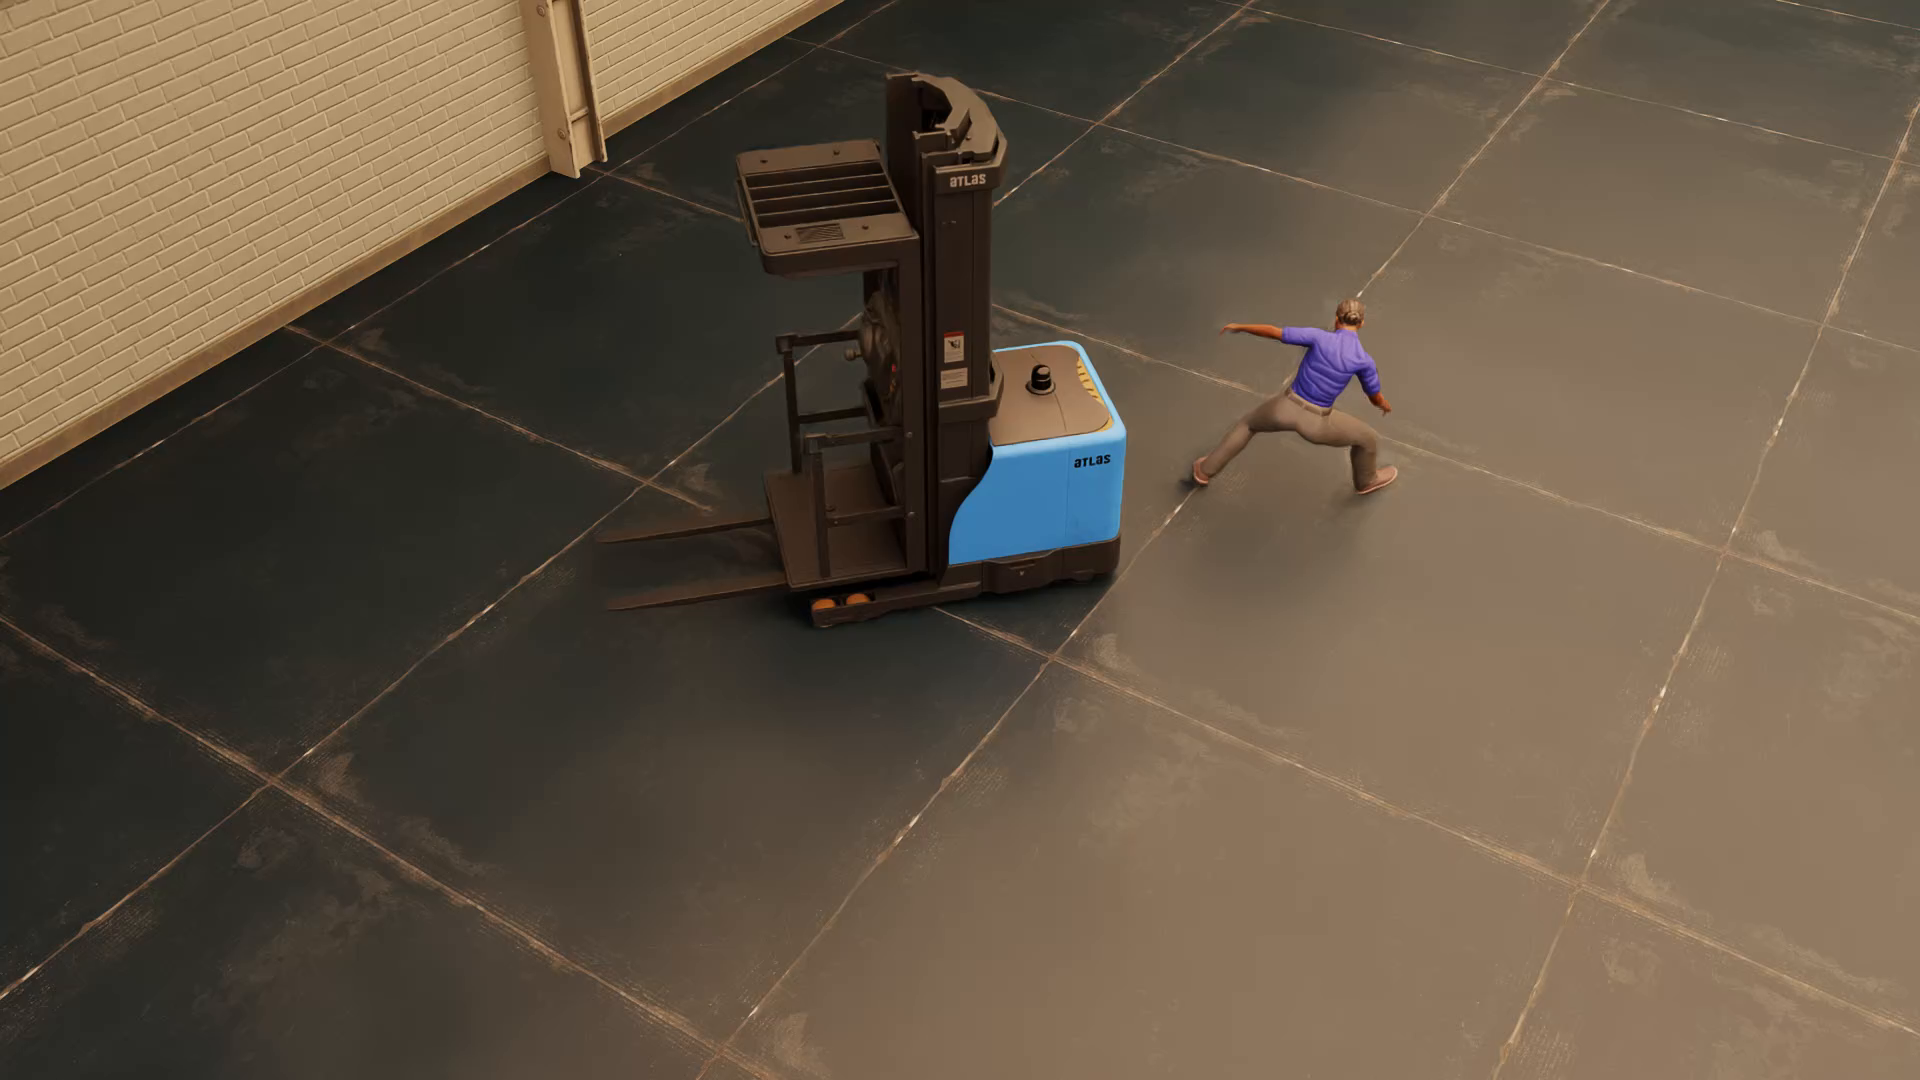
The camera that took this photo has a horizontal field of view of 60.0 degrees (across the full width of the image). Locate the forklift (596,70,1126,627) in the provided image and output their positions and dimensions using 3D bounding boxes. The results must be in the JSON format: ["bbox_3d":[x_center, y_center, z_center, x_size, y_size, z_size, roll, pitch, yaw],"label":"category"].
[{"bbox_3d":[-0.623,-0.990,9.135,3.031,2.935,1.130,-9,41,-10],"label":"forklift"}]

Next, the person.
[{"bbox_3d":[2.106,-0.853,10.209,1.199,1.348,0.721,19,44,21],"label":"person"}]
